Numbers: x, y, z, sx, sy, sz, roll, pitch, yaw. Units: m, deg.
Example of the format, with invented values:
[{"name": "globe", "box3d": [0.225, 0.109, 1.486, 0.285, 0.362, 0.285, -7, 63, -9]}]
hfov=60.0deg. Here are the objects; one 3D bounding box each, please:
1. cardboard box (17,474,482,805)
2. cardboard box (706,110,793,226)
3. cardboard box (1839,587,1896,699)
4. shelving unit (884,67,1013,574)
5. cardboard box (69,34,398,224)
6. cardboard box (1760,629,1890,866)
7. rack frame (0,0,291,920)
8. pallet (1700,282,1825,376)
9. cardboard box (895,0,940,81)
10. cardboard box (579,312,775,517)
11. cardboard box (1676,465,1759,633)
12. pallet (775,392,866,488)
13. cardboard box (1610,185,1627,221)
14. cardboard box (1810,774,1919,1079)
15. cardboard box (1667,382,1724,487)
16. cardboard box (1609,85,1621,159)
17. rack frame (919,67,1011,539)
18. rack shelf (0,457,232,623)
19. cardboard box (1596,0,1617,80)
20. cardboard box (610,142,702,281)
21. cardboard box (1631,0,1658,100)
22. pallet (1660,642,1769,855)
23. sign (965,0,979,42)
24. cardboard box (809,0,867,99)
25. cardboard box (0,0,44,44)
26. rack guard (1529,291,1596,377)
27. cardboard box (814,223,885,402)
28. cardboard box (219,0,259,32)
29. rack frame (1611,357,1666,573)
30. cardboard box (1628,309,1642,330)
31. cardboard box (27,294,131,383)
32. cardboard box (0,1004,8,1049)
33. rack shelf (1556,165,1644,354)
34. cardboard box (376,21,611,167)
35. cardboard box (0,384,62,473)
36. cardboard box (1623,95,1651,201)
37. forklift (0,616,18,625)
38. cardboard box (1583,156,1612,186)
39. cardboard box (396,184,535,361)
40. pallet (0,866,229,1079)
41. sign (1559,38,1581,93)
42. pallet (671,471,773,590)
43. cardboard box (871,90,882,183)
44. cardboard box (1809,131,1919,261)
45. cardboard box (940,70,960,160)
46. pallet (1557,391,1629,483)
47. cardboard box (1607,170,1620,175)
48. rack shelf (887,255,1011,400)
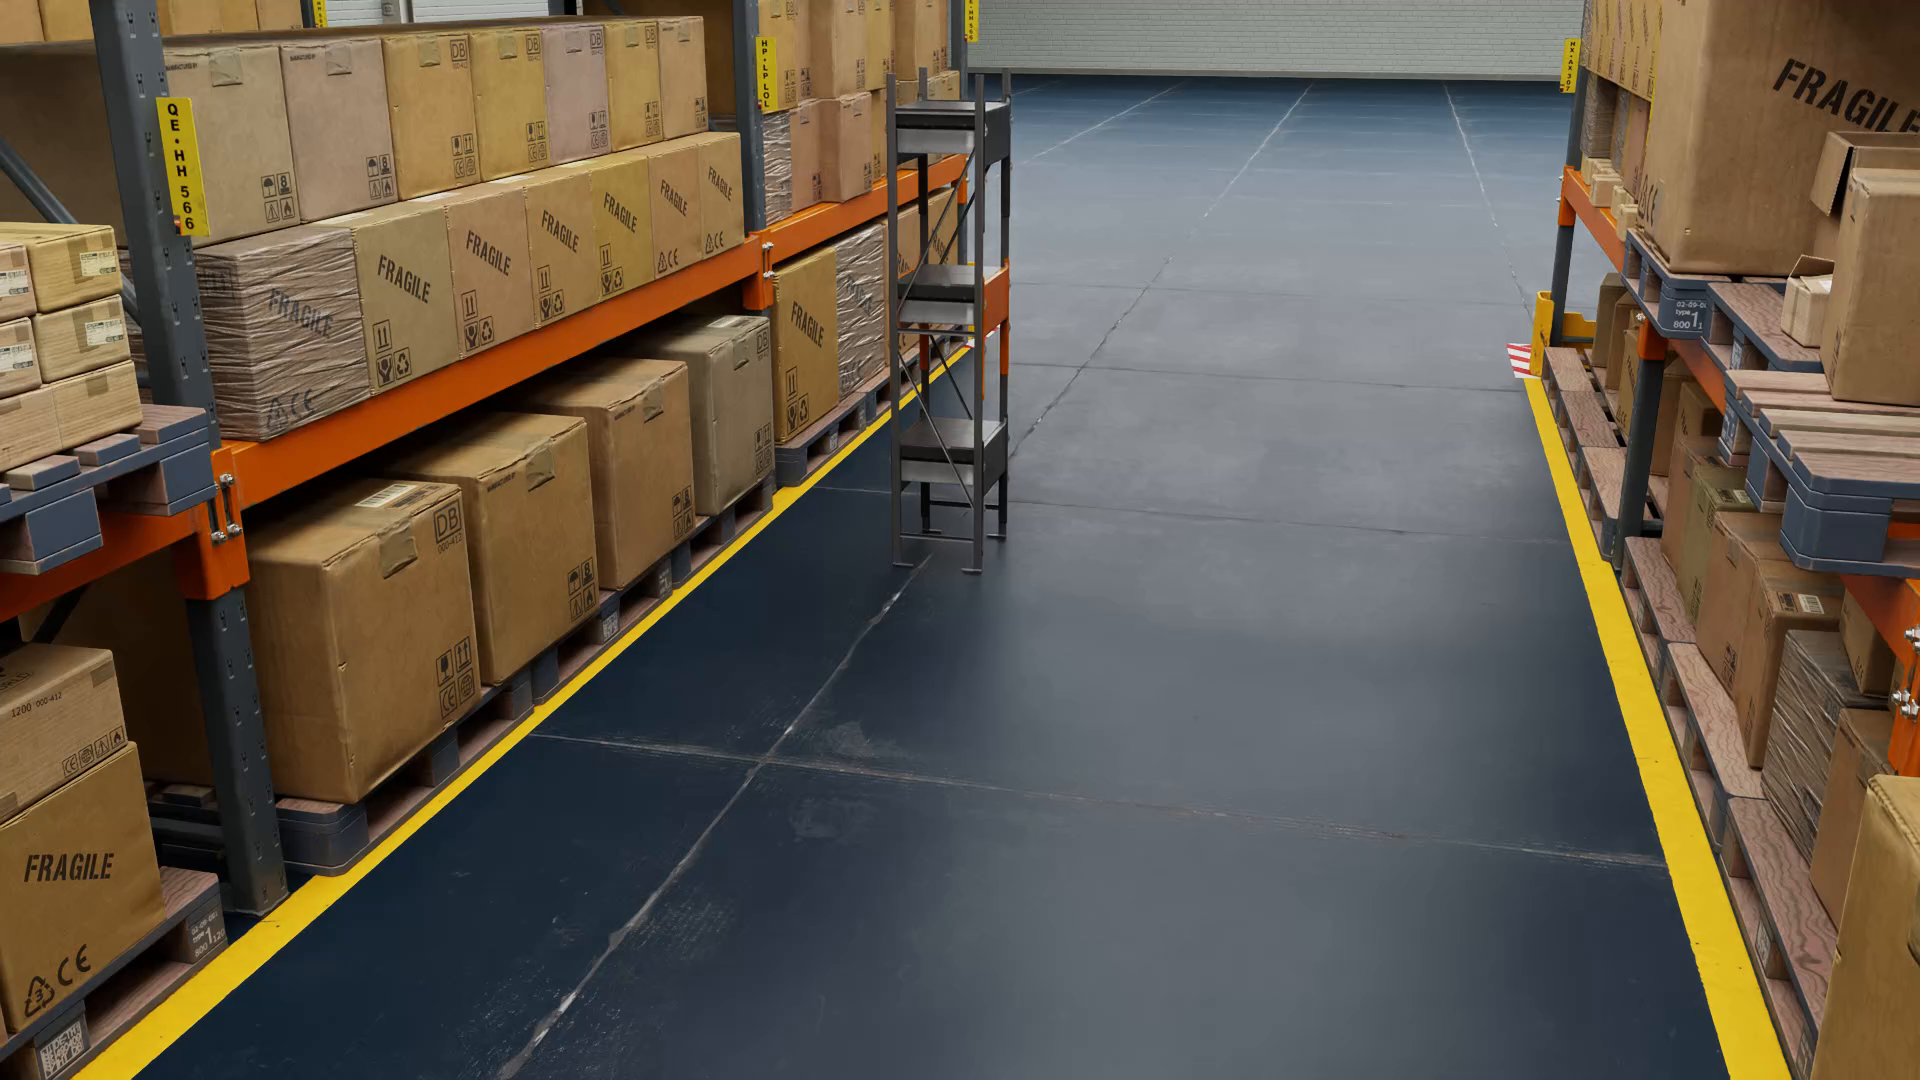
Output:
[{"name": "cardboard box", "box3d": [-2.165, 0.256, 5.127, 1.050, 0.750, 0.750, 4, 19, 13]}, {"name": "cardboard box", "box3d": [-1.345, -1.867, 8.281, 0.875, 0.550, 0.550, 5, 19, 13]}, {"name": "cardboard box", "box3d": [2.639, 0.238, 4.376, 0.500, 0.250, 0.500, 7, 20, 20]}, {"name": "shelving unit", "box3d": [-0.040, -0.942, 7.196, 0.431, 2.100, 0.503, 5, 19, 13]}, {"name": "cardboard box", "box3d": [-2.159, -1.245, 4.990, 0.700, 0.500, 0.500, 4, 19, 13]}, {"name": "cardboard box", "box3d": [2.652, 0.586, 4.518, 0.700, 0.500, 0.500, 3, 19, 9]}, {"name": "rack frame", "box3d": [-2.401, -0.426, 4.293, 1.000, 3.000, 0.127, 5, 19, 13]}, {"name": "pallet", "box3d": [2.828, -0.535, 4.911, 1.003, 0.211, 1.213, 5, 19, 13]}, {"name": "cardboard box", "box3d": [-0.619, -3.222, 10.578, 0.875, 0.550, 0.550, 5, 19, 13]}, {"name": "cardboard box", "box3d": [-1.488, -0.612, 7.669, 1.050, 0.750, 0.750, 5, 19, 13]}, {"name": "cardboard box", "box3d": [3.056, 0.057, 6.065, 0.700, 0.500, 0.500, 5, 19, 13]}, {"name": "pallet", "box3d": [-1.162, -0.592, 9.094, 1.003, 0.211, 1.213, 5, 19, 13]}, {"name": "cardboard box", "box3d": [3.510, -1.697, 8.403, 0.380, 0.149, 0.250, 5, 19, 13]}, {"name": "cardboard box", "box3d": [2.195, 1.019, 2.701, 1.225, 0.875, 0.875, 4, 19, 11]}, {"name": "cardboard box", "box3d": [3.498, -0.394, 7.418, 0.500, 0.500, 0.500, 4, 19, 12]}, {"name": "cardboard box", "box3d": [4.172, -2.361, 9.346, 0.875, 0.500, 0.500, 5, 19, 13]}, {"name": "rack frame", "box3d": [0.019, -1.018, 7.420, 0.400, 2.100, 0.015, 5, 19, 13]}, {"name": "rack shelf", "box3d": [-2.889, 0.542, 2.574, 1.077, 0.370, 4.000, 5, 19, 13]}, {"name": "cardboard box", "box3d": [3.690, -2.707, 8.811, 0.500, 0.500, 0.500, 5, 19, 13]}, {"name": "cardboard box", "box3d": [-1.415, -1.384, 6.943, 0.500, 0.500, 0.500, 4, 19, 13]}, {"name": "cardboard box", "box3d": [3.326, -2.237, 7.434, 0.500, 0.500, 0.500, 5, 19, 13]}, {"name": "pallet", "box3d": [2.877, 0.691, 5.337, 1.003, 0.211, 1.213, 5, 19, 13]}, {"name": "sign", "box3d": [0.077, -3.546, 11.271, 0.100, 0.325, 0.005, 5, 19, 13]}, {"name": "cardboard box", "box3d": [-1.013, -2.714, 9.091, 0.875, 0.550, 0.550, 5, 19, 13]}, {"name": "cardboard box", "box3d": [-5.784, -2.979, 9.607, 0.700, 0.500, 0.500, 5, 19, 14]}, {"name": "rack guard", "box3d": [4.320, -1.303, 10.729, 1.175, 0.500, 0.348, 5, 19, 13]}, {"name": "cardboard box", "box3d": [-0.985, -1.347, 9.628, 0.875, 0.875, 0.875, 5, 19, 14]}, {"name": "cardboard box", "box3d": [-5.315, -3.618, 11.478, 0.700, 0.500, 0.500, 5, 19, 14]}, {"name": "rack frame", "box3d": [3.362, -1.256, 6.724, 1.000, 3.000, 0.127, 5, 19, 13]}, {"name": "cardboard box", "box3d": [3.886, -0.946, 9.035, 0.500, 0.500, 0.500, 7, 20, 18]}, {"name": "cardboard box", "box3d": [-2.080, -0.456, 3.659, 0.380, 0.149, 0.250, 5, 20, 15]}, {"name": "cardboard box", "box3d": [-2.439, 0.948, 3.490, 0.500, 0.500, 0.500, 5, 20, 16]}, {"name": "rack shelf", "box3d": [3.850, -1.542, 8.676, 1.077, 0.370, 4.000, 5, 19, 13]}, {"name": "cardboard box", "box3d": [-1.787, -1.724, 6.393, 0.700, 0.500, 0.500, 5, 19, 14]}, {"name": "cardboard box", "box3d": [-2.138, -0.237, 3.480, 0.380, 0.149, 0.250, 5, 19, 13]}, {"name": "cardboard box", "box3d": [3.712, -1.899, 7.991, 0.875, 0.500, 0.500, 5, 19, 13]}, {"name": "forklift", "box3d": [-4.965, -1.275, 6.886, 3.031, 2.935, 1.130, 13, 23, 33]}, {"name": "cardboard box", "box3d": [3.883, -2.166, 9.778, 0.380, 0.149, 0.250, 5, 19, 13]}, {"name": "cardboard box", "box3d": [-1.784, -0.910, 5.557, 0.500, 0.500, 0.500, 5, 19, 13]}, {"name": "pallet", "box3d": [-2.593, 1.139, 4.027, 1.003, 0.211, 1.213, 5, 19, 13]}, {"name": "sign", "box3d": [3.813, -2.962, 10.380, 0.100, 0.325, 0.005, 5, 19, 13]}, {"name": "pallet", "box3d": [-1.539, -0.112, 7.689, 1.003, 0.211, 1.213, 5, 19, 13]}, {"name": "cardboard box", "box3d": [-0.954, -2.375, 9.769, 0.875, 0.550, 0.500, 5, 19, 13]}, {"name": "cardboard box", "box3d": [3.028, -0.953, 5.028, 0.797, 0.503, 0.637, 7, 20, 19]}, {"name": "cardboard box", "box3d": [-0.493, -2.884, 11.259, 0.875, 0.550, 0.550, 5, 19, 13]}, {"name": "pallet", "box3d": [3.787, -0.533, 8.922, 1.003, 0.211, 1.213, 5, 19, 13]}, {"name": "cardboard box", "box3d": [3.739, -1.928, 9.080, 0.380, 0.149, 0.250, 5, 19, 13]}, {"name": "rack shelf", "box3d": [-0.040, -0.929, 7.201, 0.431, 0.518, 0.480, 5, 19, 13]}]
